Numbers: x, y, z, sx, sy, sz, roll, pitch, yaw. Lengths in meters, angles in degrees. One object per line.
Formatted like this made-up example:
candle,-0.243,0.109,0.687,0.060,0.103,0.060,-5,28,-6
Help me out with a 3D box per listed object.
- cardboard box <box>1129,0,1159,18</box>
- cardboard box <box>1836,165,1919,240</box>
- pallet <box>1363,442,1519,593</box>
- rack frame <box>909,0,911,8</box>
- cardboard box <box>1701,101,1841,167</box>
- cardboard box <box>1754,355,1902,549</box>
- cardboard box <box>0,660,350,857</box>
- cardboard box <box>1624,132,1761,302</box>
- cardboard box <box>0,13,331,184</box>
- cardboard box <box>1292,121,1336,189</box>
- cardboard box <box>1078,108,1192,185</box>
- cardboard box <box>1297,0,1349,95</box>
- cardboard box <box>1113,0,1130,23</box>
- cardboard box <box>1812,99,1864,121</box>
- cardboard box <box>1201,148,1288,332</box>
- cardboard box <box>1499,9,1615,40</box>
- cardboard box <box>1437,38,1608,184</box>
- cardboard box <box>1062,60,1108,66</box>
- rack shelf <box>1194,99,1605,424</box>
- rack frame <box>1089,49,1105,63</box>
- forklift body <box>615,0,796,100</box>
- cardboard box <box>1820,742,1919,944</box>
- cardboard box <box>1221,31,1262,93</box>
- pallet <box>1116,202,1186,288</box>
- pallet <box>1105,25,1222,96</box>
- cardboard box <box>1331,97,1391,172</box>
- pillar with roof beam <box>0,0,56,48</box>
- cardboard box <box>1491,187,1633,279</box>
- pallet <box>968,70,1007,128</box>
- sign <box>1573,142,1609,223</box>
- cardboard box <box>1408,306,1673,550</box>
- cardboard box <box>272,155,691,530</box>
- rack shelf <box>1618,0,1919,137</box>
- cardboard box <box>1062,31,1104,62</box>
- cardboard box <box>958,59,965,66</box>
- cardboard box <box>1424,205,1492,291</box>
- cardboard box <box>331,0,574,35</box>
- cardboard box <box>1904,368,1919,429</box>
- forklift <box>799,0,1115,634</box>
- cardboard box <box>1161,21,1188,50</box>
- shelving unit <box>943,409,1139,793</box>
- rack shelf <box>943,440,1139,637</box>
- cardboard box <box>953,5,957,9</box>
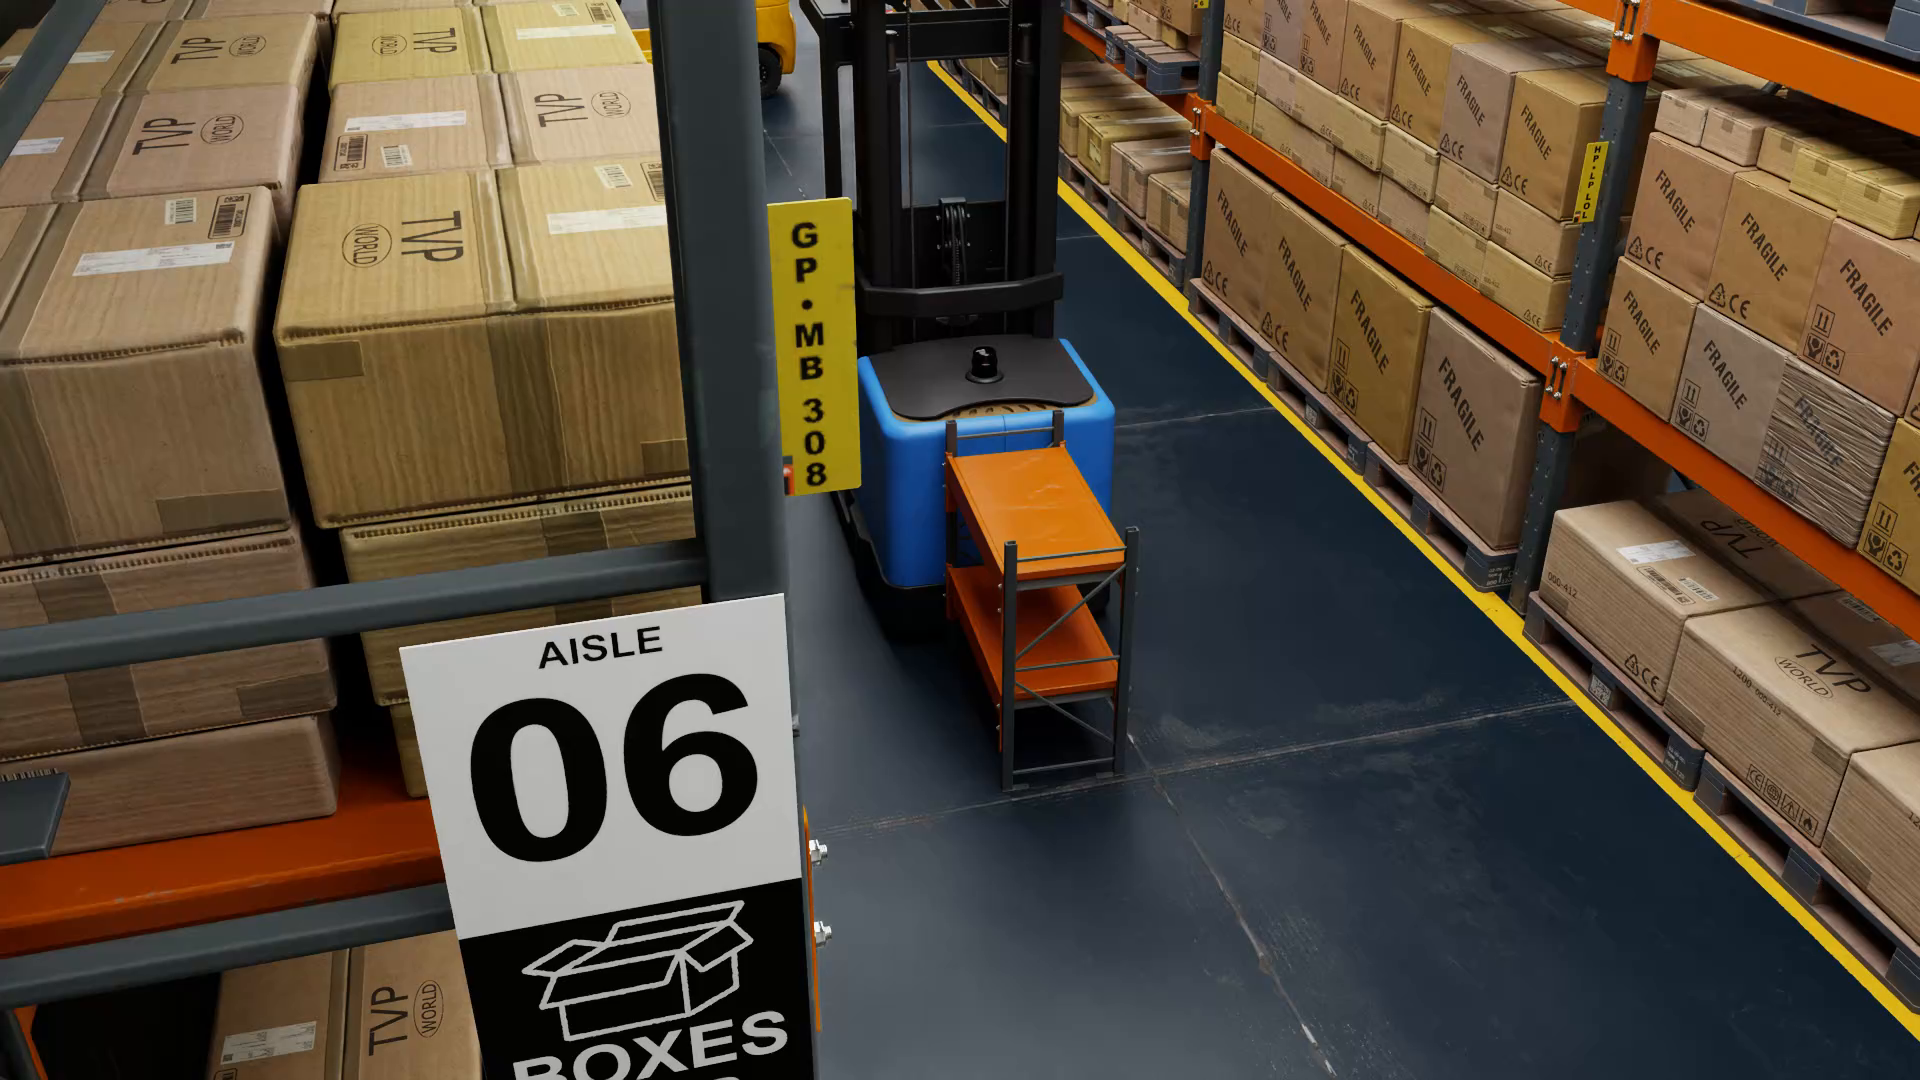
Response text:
cardboard box,1.445,-3.754,10.926,0.500,0.500,0.500,-8,31,-14
cardboard box,3.119,-1.108,5.424,0.380,0.149,0.250,-9,31,-15
pallet,2.766,-0.194,8.374,1.003,0.211,1.213,-8,31,-13
rack frame,-0.142,-6.833,17.062,1.000,3.000,0.127,-8,31,-13
cardboard box,2.961,-1.486,6.077,0.380,0.149,0.250,-7,31,-13
cardboard box,3.171,-0.335,5.734,0.500,0.500,0.500,-8,31,-13
cardboard box,-0.987,0.243,2.093,0.380,0.149,0.250,-7,31,-12
cardboard box,2.936,-1.252,6.320,0.500,0.500,0.500,-8,31,-13
cardboard box,-1.351,-0.699,2.822,0.500,0.250,0.500,-8,31,-13
cardboard box,2.156,-2.135,9.094,0.500,0.250,0.500,-7,31,-12
cardboard box,1.442,-3.011,12.661,0.950,0.372,0.625,-7,31,-12
cardboard box,2.140,-2.685,8.796,0.500,0.500,0.500,-7,31,-12
cardboard box,1.271,-3.659,11.409,0.380,0.149,0.250,-7,31,-12
cardboard box,3.397,-1.546,6.182,0.380,0.149,0.250,-7,31,-12
cardboard box,2.085,-1.887,10.218,0.875,0.875,0.875,-8,31,-14
cardboard box,2.911,-2.249,8.043,0.500,0.500,0.500,-9,31,-15
cardboard box,2.538,-1.945,7.518,0.500,0.500,0.500,-7,31,-12
cardboard box,1.024,-4.214,14.862,0.500,0.250,0.500,-9,31,-16
rack shelf,2.513,-1.692,8.898,1.077,0.370,4.000,-8,31,-13
rack frame,0.920,-4.902,13.724,1.000,3.000,0.127,-8,31,-13
forklift body,-2.664,-5.131,14.968,2.313,2.155,1.214,-8,31,-13
cardboard box,3.583,1.075,5.537,0.875,0.438,0.875,-7,31,-12
cardboard box,1.878,-2.844,9.819,0.500,0.250,0.500,-8,31,-14
pallet,1.776,-2.140,11.737,1.003,0.211,1.213,-8,31,-13
pallet,1.690,-3.217,11.005,1.213,0.211,1.003,-8,31,-13
cardboard box,2.257,-2.105,8.543,0.500,0.250,0.500,-7,31,-12
pillar with roof beam,1.725,-3.089,4.603,9.100,9.000,0.400,-8,31,-13
cardboard box,2.692,-1.370,7.273,0.500,0.250,0.500,-8,31,-13
pallet,0.708,-4.014,14.975,1.003,0.211,1.213,-8,31,-13
sign,2.523,-1.428,6.646,0.100,0.325,0.005,-8,31,-13
cardboard box,2.802,-0.589,7.975,0.875,0.875,0.875,-7,31,-12
cardboard box,-0.555,-0.270,2.082,0.500,0.250,0.500,-8,31,-14
rack shelf,3.574,-1.059,4.808,1.077,0.370,4.000,-8,31,-13
cardboard box,1.024,-4.539,14.674,0.500,0.500,0.500,-6,31,-11
cardboard box,0.223,-4.645,15.607,0.500,0.250,0.500,-7,31,-13
cardboard box,2.547,-1.402,7.828,0.500,0.250,0.500,-8,31,-14
cardboard box,-0.963,-1.004,3.350,0.500,0.250,0.500,-7,31,-12
cardboard box,3.321,-0.514,5.046,0.500,0.500,0.500,-8,31,-14
forklift,-0.136,-1.575,8.045,1.130,2.935,3.031,-6,31,-11
cardboard box,1.527,-3.290,10.771,0.380,0.149,0.250,-7,31,-13
shelving unit,0.297,0.223,6.741,0.538,1.125,1.048,-6,31,-11
rack shelf,0.297,-0.030,6.595,0.538,0.278,1.000,-6,31,-11
cardboard box,0.231,-4.960,15.401,0.500,0.500,0.500,-6,31,-11
